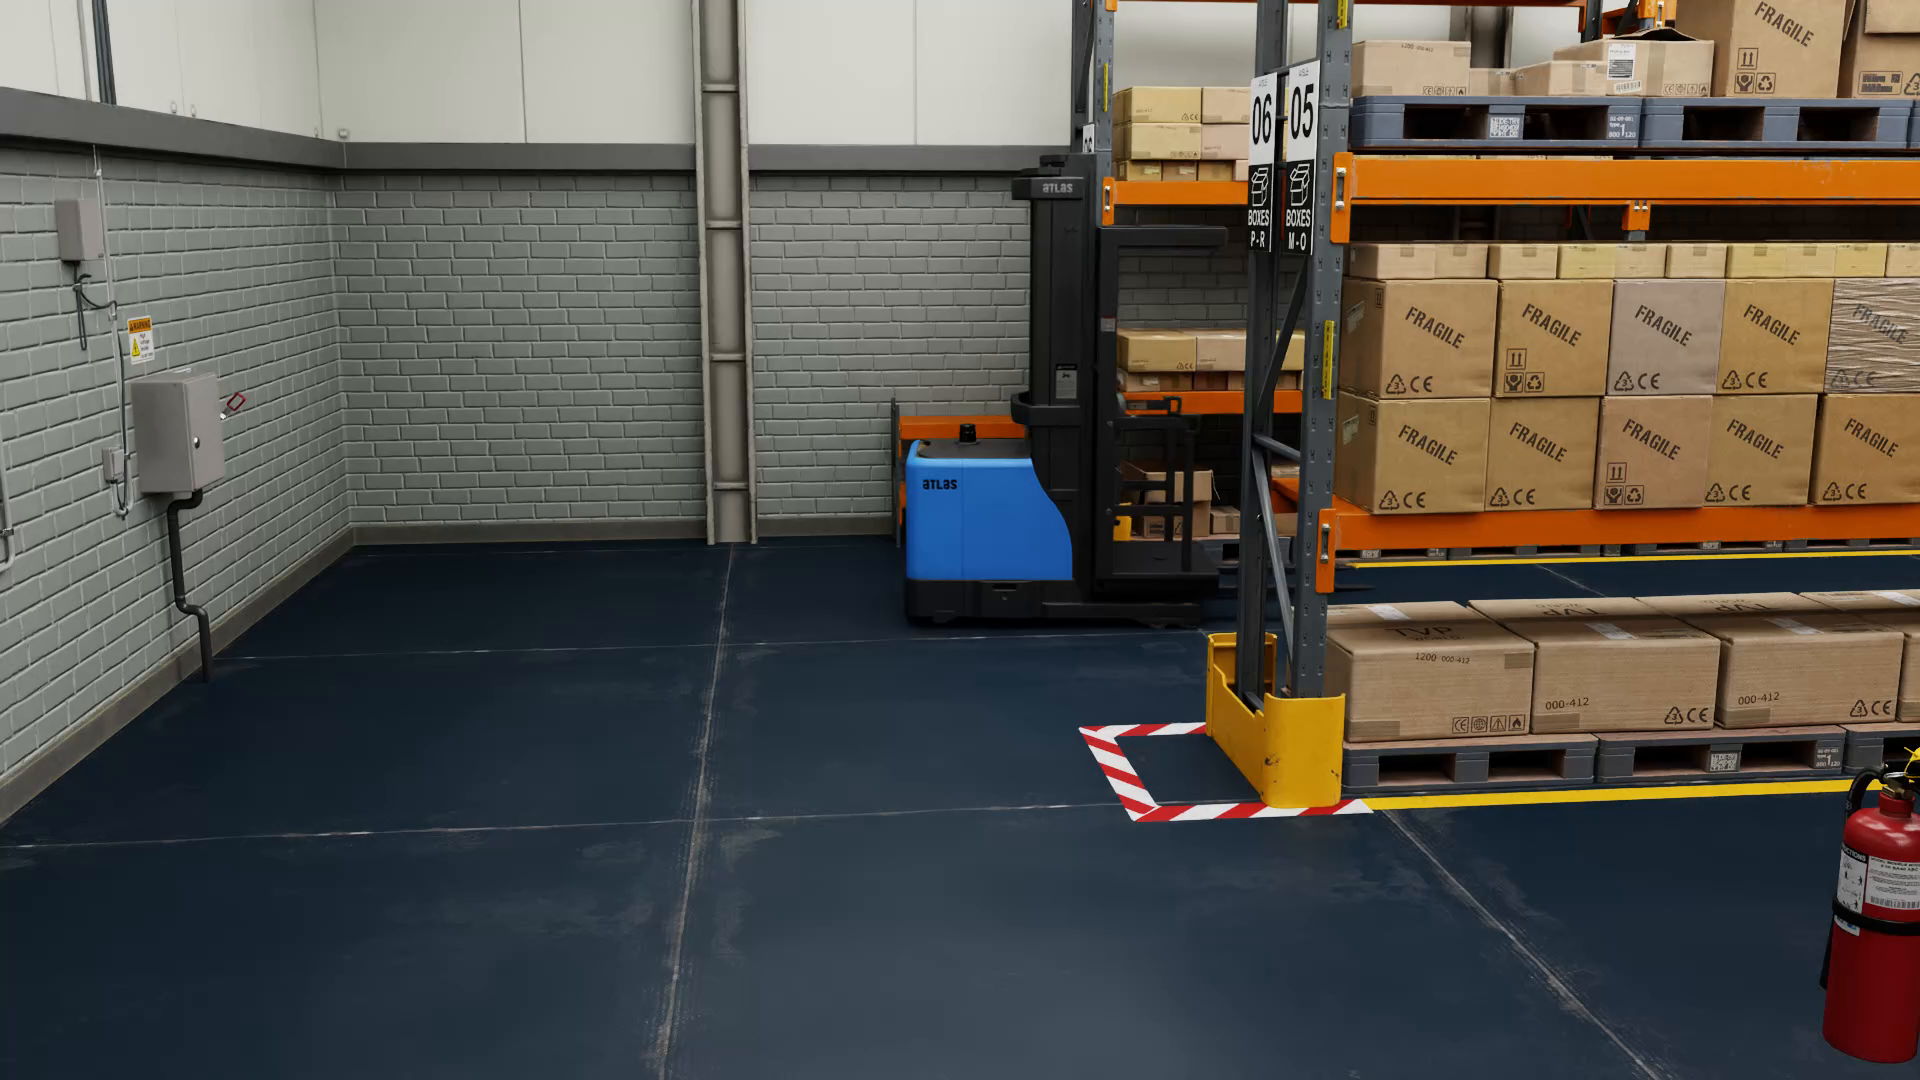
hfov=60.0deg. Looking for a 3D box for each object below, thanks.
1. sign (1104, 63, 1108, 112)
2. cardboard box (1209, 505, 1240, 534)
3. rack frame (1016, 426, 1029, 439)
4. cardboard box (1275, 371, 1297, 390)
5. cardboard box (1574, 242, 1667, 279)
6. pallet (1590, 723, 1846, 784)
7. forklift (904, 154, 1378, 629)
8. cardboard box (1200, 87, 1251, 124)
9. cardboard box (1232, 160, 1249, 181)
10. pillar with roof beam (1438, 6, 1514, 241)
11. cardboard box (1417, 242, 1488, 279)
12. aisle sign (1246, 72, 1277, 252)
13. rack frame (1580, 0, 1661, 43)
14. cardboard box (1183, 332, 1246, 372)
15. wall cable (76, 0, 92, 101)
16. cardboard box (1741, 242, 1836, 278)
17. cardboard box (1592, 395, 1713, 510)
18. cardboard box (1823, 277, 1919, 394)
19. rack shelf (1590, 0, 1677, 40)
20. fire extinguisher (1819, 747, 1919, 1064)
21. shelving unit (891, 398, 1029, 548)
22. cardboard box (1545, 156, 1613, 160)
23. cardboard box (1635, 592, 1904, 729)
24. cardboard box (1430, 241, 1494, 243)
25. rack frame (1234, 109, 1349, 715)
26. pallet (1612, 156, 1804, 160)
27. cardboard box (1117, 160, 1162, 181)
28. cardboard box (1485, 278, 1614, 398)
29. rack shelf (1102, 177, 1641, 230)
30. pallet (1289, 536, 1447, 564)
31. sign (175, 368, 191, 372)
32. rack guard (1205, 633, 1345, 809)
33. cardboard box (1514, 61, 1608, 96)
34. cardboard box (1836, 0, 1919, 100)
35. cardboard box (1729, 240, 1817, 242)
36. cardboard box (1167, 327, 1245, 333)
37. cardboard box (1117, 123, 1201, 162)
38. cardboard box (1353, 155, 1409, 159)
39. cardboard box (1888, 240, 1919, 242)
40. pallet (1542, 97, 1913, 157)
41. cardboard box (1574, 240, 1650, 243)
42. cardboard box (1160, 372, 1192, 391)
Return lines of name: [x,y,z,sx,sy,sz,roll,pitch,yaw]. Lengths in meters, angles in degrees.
sign: [1.012,-3.149,11.569,0.005,0.325,0.100,-1,11,-6]
cardboard box: [1.998,-0.156,12.686,0.250,0.149,0.380,-2,11,-8]
rack frame: [0.499,-0.562,13.313,0.032,1.125,0.500,-1,11,-6]
cardboard box: [2.336,-1.210,12.398,0.250,0.149,0.380,-1,11,-5]
cardboard box: [2.914,-1.240,7.367,0.250,0.149,0.380,-1,11,-6]
pallet: [3.490,0.911,8.187,1.213,0.211,1.003,-1,11,-6]
forklift: [1.166,-0.979,10.750,3.031,2.935,1.130,0,11,1]
cardboard box: [1.929,-3.110,11.958,0.500,0.250,0.500,-1,11,-6]
cardboard box: [2.069,-2.661,12.004,0.250,0.149,0.380,-1,11,-5]
pillar with roof beam: [4.605,-3.712,8.924,0.400,9.000,9.100,-1,11,-6]
cardboard box: [2.129,-1.232,7.327,0.250,0.149,0.380,-1,11,-5]
aisle sign: [1.388,-1.734,7.675,0.004,0.787,0.394,-1,11,-6]
rack frame: [4.930,-4.380,12.318,0.127,3.000,1.000,-1,11,-6]
cardboard box: [1.935,-1.393,12.297,0.500,0.250,0.500,-1,11,-5]
wall cable: [-4.210,-3.316,6.909,0.029,3.000,2.355,-1,11,-6]
cardboard box: [3.677,-1.252,7.428,0.250,0.149,0.380,-1,11,-6]
cardboard box: [3.009,-0.428,7.509,0.500,0.500,0.500,-1,11,-6]
cardboard box: [4.020,-0.940,7.520,0.500,0.500,0.500,-1,11,-5]
rack shelf: [6.918,-3.872,12.637,4.000,0.370,1.077,-1,11,-6]
fire extinguisher: [1.828,0.684,3.280,0.183,0.674,0.296,-1,11,-6]
shelving unit: [-0.006,-0.552,13.258,1.048,1.125,0.538,-1,11,-6]
cardboard box: [4.477,-2.922,12.297,0.500,0.250,0.500,-1,11,-6]
cardboard box: [3.944,0.578,8.204,0.875,0.438,0.875,-2,11,-8]
cardboard box: [2.325,-1.336,7.855,0.250,0.149,0.380,-1,11,-7]
rack frame: [1.493,-0.401,7.631,0.127,3.000,1.000,-1,11,-6]
pallet: [5.586,-2.816,12.626,1.003,0.211,1.213,-1,11,-6]
cardboard box: [1.295,-2.663,12.014,0.250,0.149,0.380,-1,11,-5]
cardboard box: [2.514,-0.908,7.359,0.500,0.500,0.500,-2,11,-8]
rack shelf: [2.941,-2.513,12.464,4.000,0.370,1.077,-1,11,-6]
pallet: [3.031,-0.027,12.961,1.213,0.211,1.003,-1,11,-6]
sign: [-4.451,-0.729,9.544,0.001,0.494,0.329,-1,11,-6]
rack guard: [1.469,0.826,7.869,0.348,0.500,1.175,-1,11,-6]
cardboard box: [2.599,-1.983,7.206,0.250,0.149,0.380,-1,11,-4]
cardboard box: [4.132,-2.228,7.531,0.637,0.503,0.797,0,11,-2]
cardboard box: [3.863,-1.349,7.921,0.250,0.149,0.380,-1,11,-6]
cardboard box: [1.895,-1.496,12.819,0.500,0.250,0.500,-1,11,-6]
cardboard box: [1.424,-2.854,11.949,0.500,0.250,0.500,-1,11,-7]
cardboard box: [2.949,-2.892,12.143,0.500,0.250,0.500,-1,11,-7]
cardboard box: [4.625,-1.363,7.995,0.250,0.149,0.380,-1,11,-7]
pallet: [3.445,-1.873,7.571,1.213,0.211,1.003,-1,11,-6]
cardboard box: [3.091,-1.342,7.884,0.250,0.149,0.380,-1,11,-5]
cardboard box: [1.557,-1.198,12.336,0.250,0.149,0.380,-1,11,-5]
